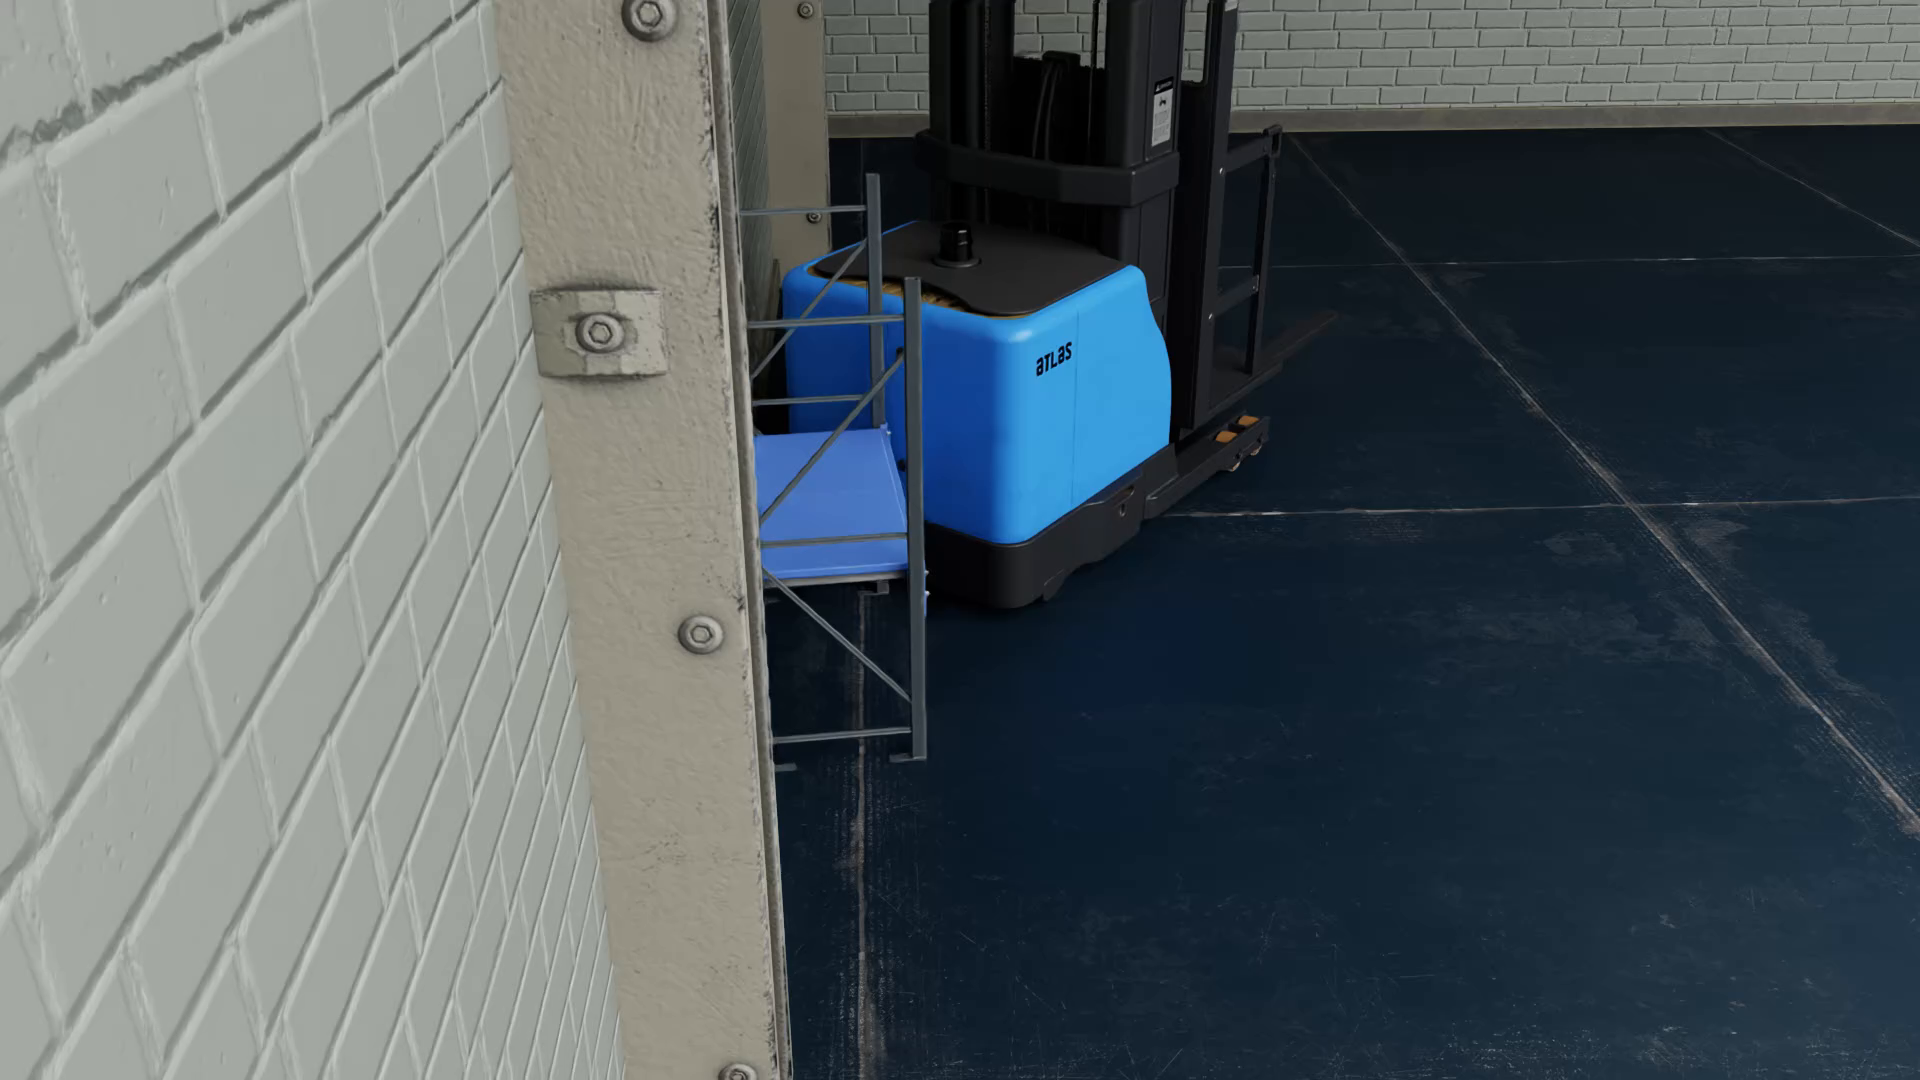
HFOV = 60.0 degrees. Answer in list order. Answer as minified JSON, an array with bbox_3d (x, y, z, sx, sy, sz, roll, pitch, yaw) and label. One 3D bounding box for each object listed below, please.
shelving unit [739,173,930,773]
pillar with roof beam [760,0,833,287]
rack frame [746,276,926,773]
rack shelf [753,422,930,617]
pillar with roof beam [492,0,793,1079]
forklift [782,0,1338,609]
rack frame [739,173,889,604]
[{"bbox_3d":[-0.425,-0.228,5.066,0.538,1.500,1.048,-4,28,-7],"label":"shelving unit"},{"bbox_3d":[3.452,-5.535,7.131,9.100,9.000,0.400,-1,28,-3],"label":"pillar with roof beam"},{"bbox_3d":[-0.350,0.004,4.620,0.500,1.500,0.032,-4,28,-7],"label":"rack frame"},{"bbox_3d":[-0.425,-0.069,5.149,0.538,0.185,1.000,-4,28,-7],"label":"rack shelf"},{"bbox_3d":[3.765,-2.764,1.818,9.100,9.000,0.400,-1,28,-3],"label":"pillar with roof beam"},{"bbox_3d":[0.633,-1.694,6.328,1.130,2.935,3.031,18,33,31],"label":"forklift"},{"bbox_3d":[-0.500,-0.461,5.512,0.500,1.500,0.032,-4,28,-7],"label":"rack frame"}]
